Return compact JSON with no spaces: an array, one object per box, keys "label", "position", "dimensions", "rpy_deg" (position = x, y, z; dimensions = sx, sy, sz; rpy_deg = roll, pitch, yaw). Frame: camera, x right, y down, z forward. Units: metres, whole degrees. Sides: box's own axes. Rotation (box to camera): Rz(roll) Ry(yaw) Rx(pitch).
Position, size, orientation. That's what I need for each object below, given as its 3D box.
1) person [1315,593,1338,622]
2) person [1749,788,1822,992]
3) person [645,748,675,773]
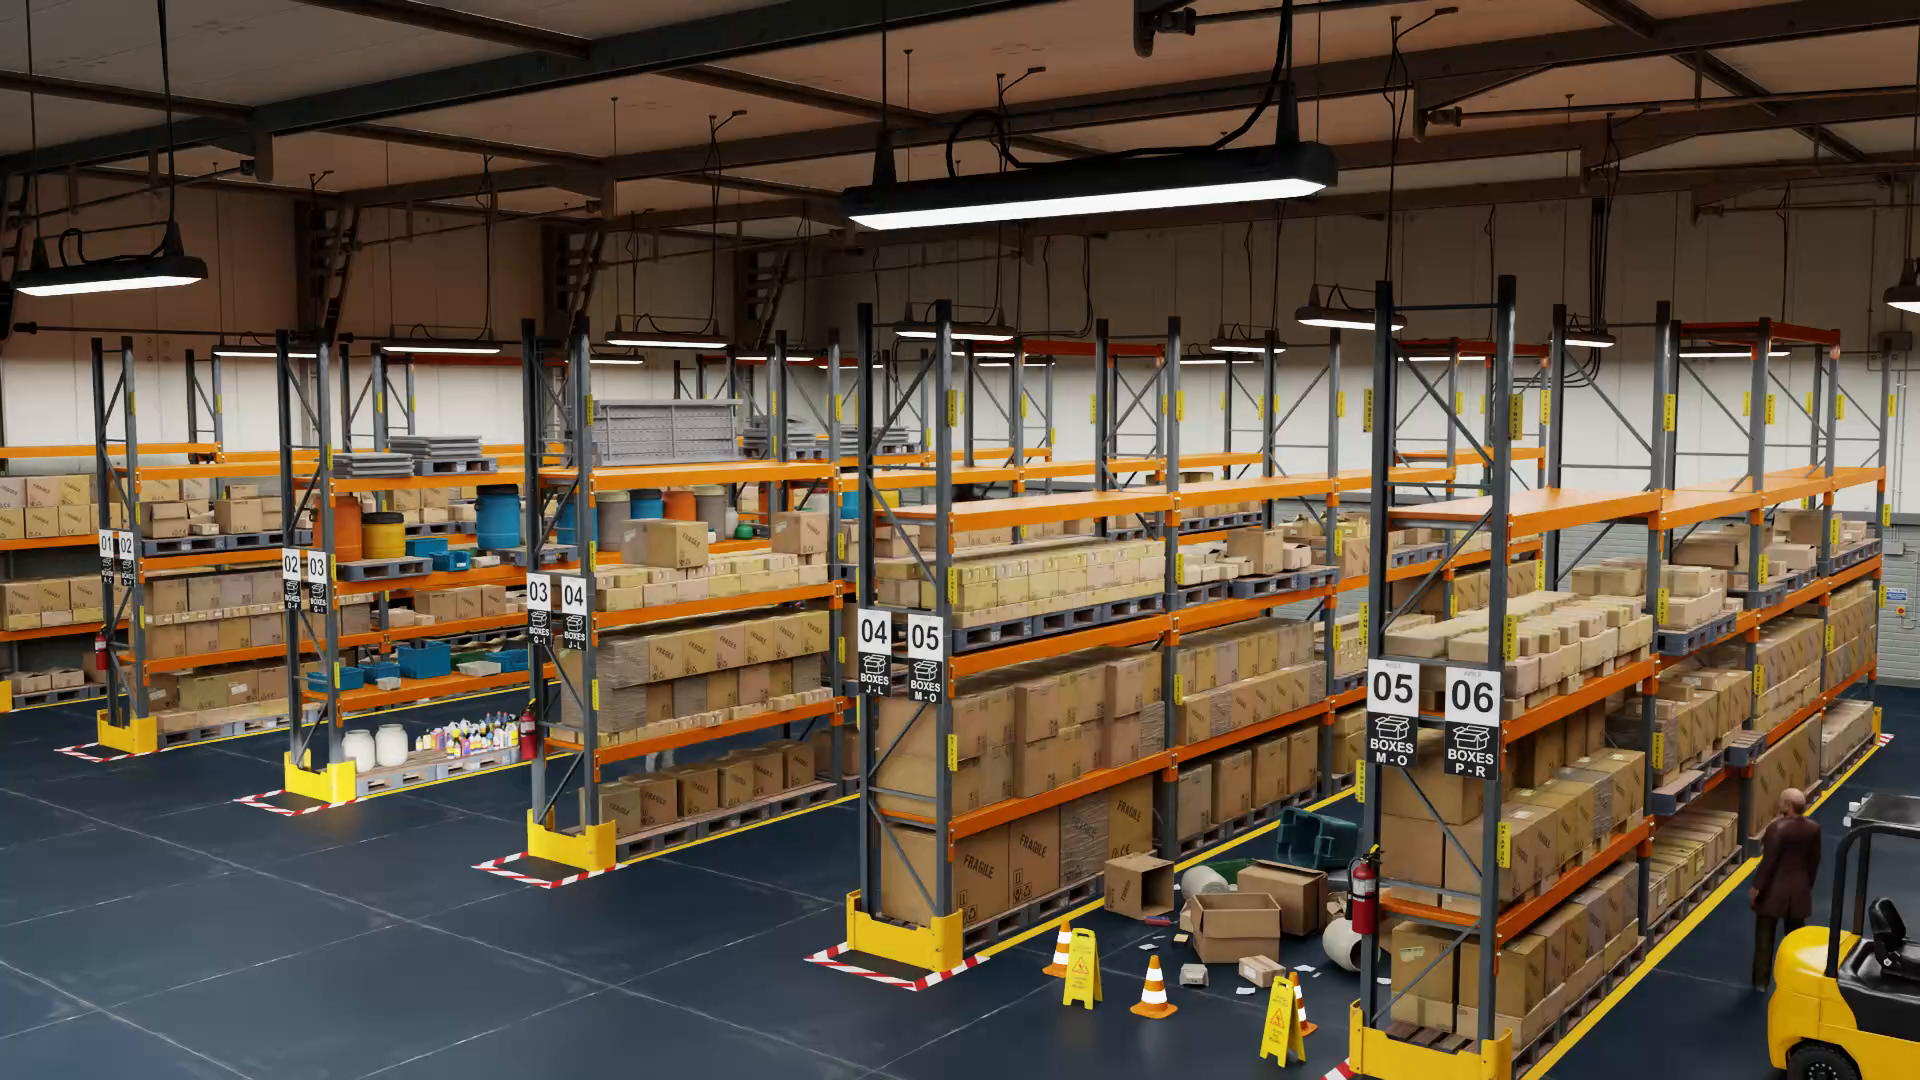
[{"label":"person","position":[7.476,1.440,33.830],"dimensions":[0.439,1.586,0.508],"rpy_deg":[-3,6,-27]},{"label":"person","position":[7.158,3.034,14.470],"dimensions":[0.624,1.790,0.458],"rpy_deg":[0,5,1]},{"label":"person","position":[-3.877,2.416,21.454],"dimensions":[0.455,1.781,0.603],"rpy_deg":[5,7,43]}]
